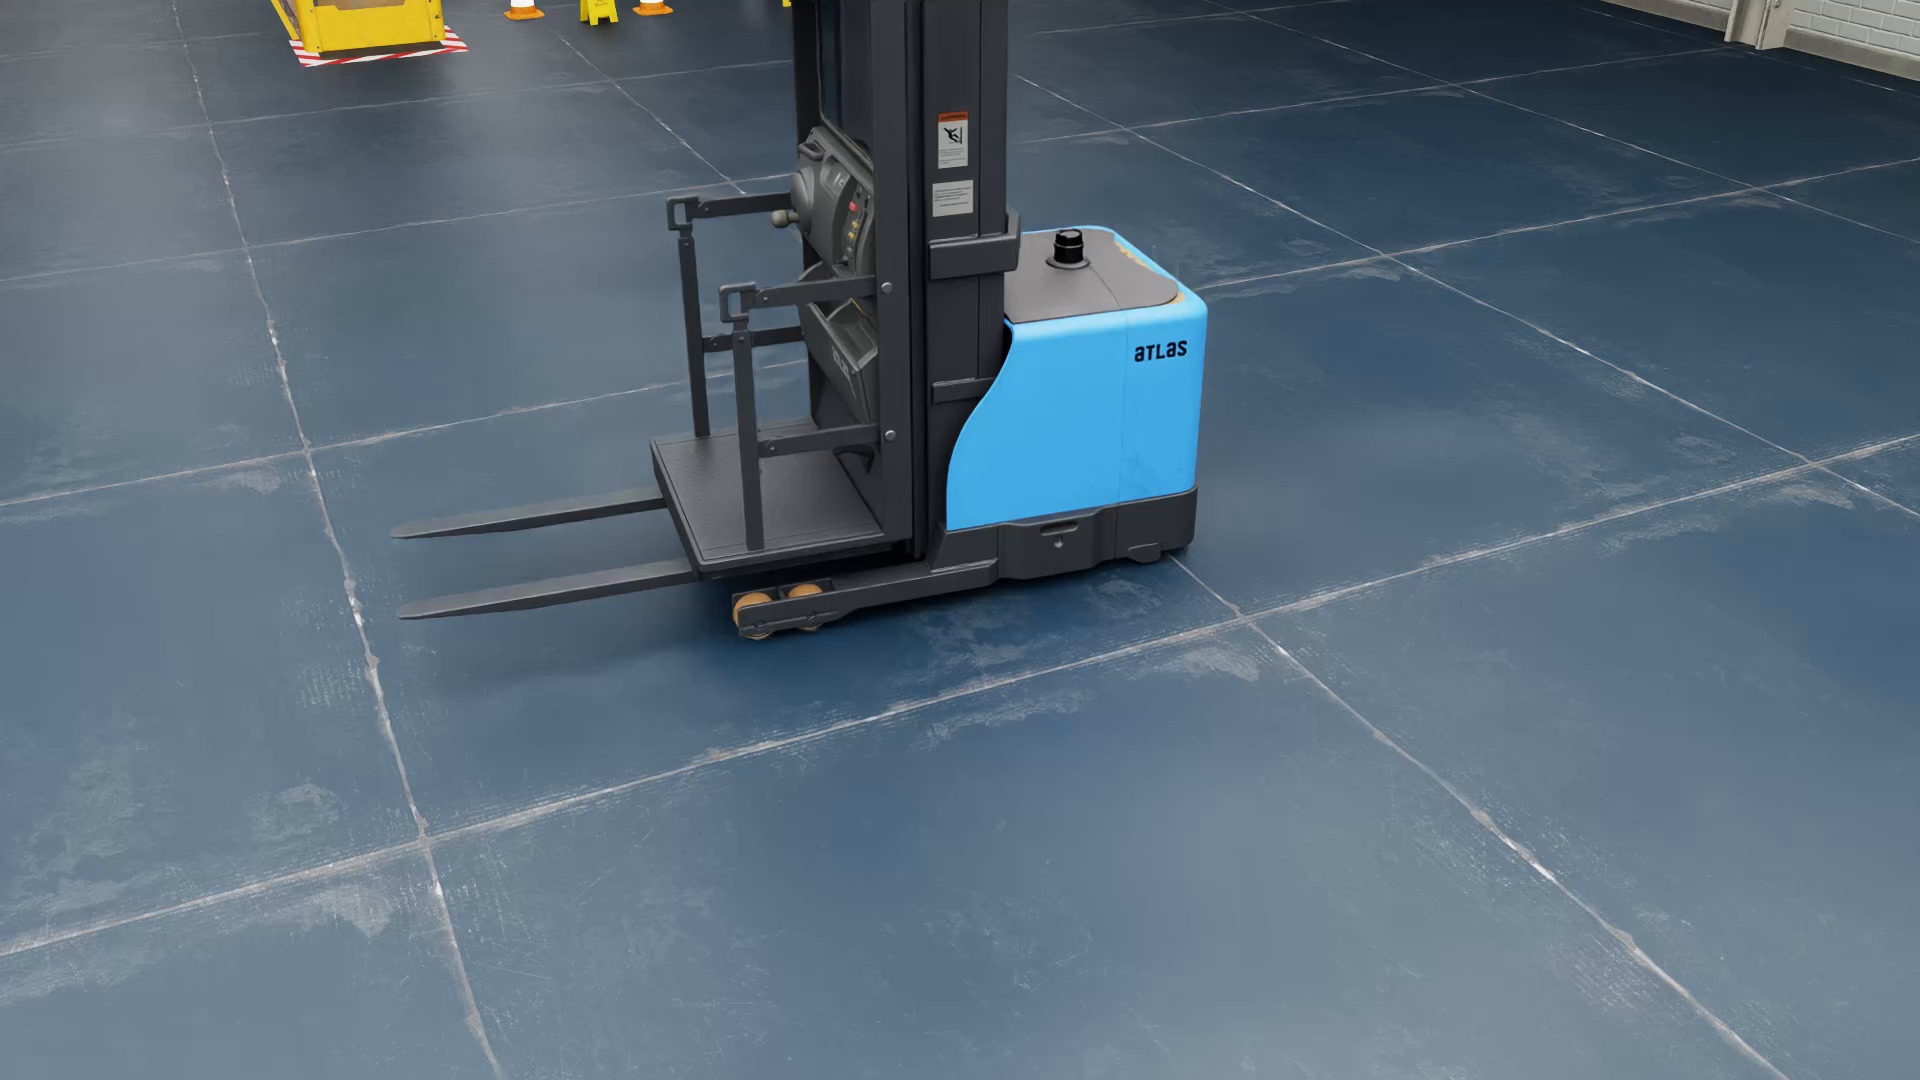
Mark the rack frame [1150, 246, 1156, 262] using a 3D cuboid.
[{"bbox_3d":[0.732,-0.852,7.349,0.240,0.900,0.006,-11,31,-19],"label":"rack frame"}]

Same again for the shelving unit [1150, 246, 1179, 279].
[{"bbox_3d":[0.770,-0.806,7.267,0.258,0.900,0.210,-11,31,-19],"label":"shelving unit"}]

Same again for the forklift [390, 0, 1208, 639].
[{"bbox_3d":[-0.641,-1.206,5.903,3.031,2.935,1.130,-9,31,-16],"label":"forklift"}]

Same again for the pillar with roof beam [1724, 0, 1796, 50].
[{"bbox_3d":[3.012,-7.336,10.632,9.100,9.000,0.400,-13,32,-22],"label":"pillar with roof beam"}]

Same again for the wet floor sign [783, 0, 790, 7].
[{"bbox_3d":[-1.557,-5.397,15.715,0.267,0.644,0.232,-3,29,-5],"label":"wet floor sign"}]

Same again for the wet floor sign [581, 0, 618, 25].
[{"bbox_3d":[-3.299,-5.025,15.051,0.267,0.644,0.232,-19,35,-30],"label":"wet floor sign"}]

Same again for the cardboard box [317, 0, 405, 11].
[{"bbox_3d":[-5.451,-5.191,14.683,0.875,0.875,0.875,-13,32,-22],"label":"cardboard box"}]

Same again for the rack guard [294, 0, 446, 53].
[{"bbox_3d":[-5.090,-4.548,14.349,1.175,0.500,0.348,-13,32,-22],"label":"rack guard"}]

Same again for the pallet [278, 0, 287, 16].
[{"bbox_3d":[-6.034,-5.307,15.999,1.003,0.211,1.213,-13,32,-22],"label":"pallet"}]

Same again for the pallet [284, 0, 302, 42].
[{"bbox_3d":[-5.514,-4.769,15.039,1.003,0.211,1.213,-13,32,-22],"label":"pallet"}]

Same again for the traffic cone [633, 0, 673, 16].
[{"bbox_3d":[-2.879,-5.162,15.483,0.336,0.463,0.334,-13,32,-22],"label":"traffic cone"}]

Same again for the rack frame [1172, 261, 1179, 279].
[{"bbox_3d":[0.808,-0.759,7.184,0.240,0.900,0.006,-11,31,-19],"label":"rack frame"}]

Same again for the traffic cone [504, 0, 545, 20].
[{"bbox_3d":[-4.045,-5.075,15.327,0.336,0.463,0.334,-13,32,-22],"label":"traffic cone"}]

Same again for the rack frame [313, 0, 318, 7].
[{"bbox_3d":[-5.100,-5.649,13.757,1.000,3.000,0.127,-13,32,-22],"label":"rack frame"}]
